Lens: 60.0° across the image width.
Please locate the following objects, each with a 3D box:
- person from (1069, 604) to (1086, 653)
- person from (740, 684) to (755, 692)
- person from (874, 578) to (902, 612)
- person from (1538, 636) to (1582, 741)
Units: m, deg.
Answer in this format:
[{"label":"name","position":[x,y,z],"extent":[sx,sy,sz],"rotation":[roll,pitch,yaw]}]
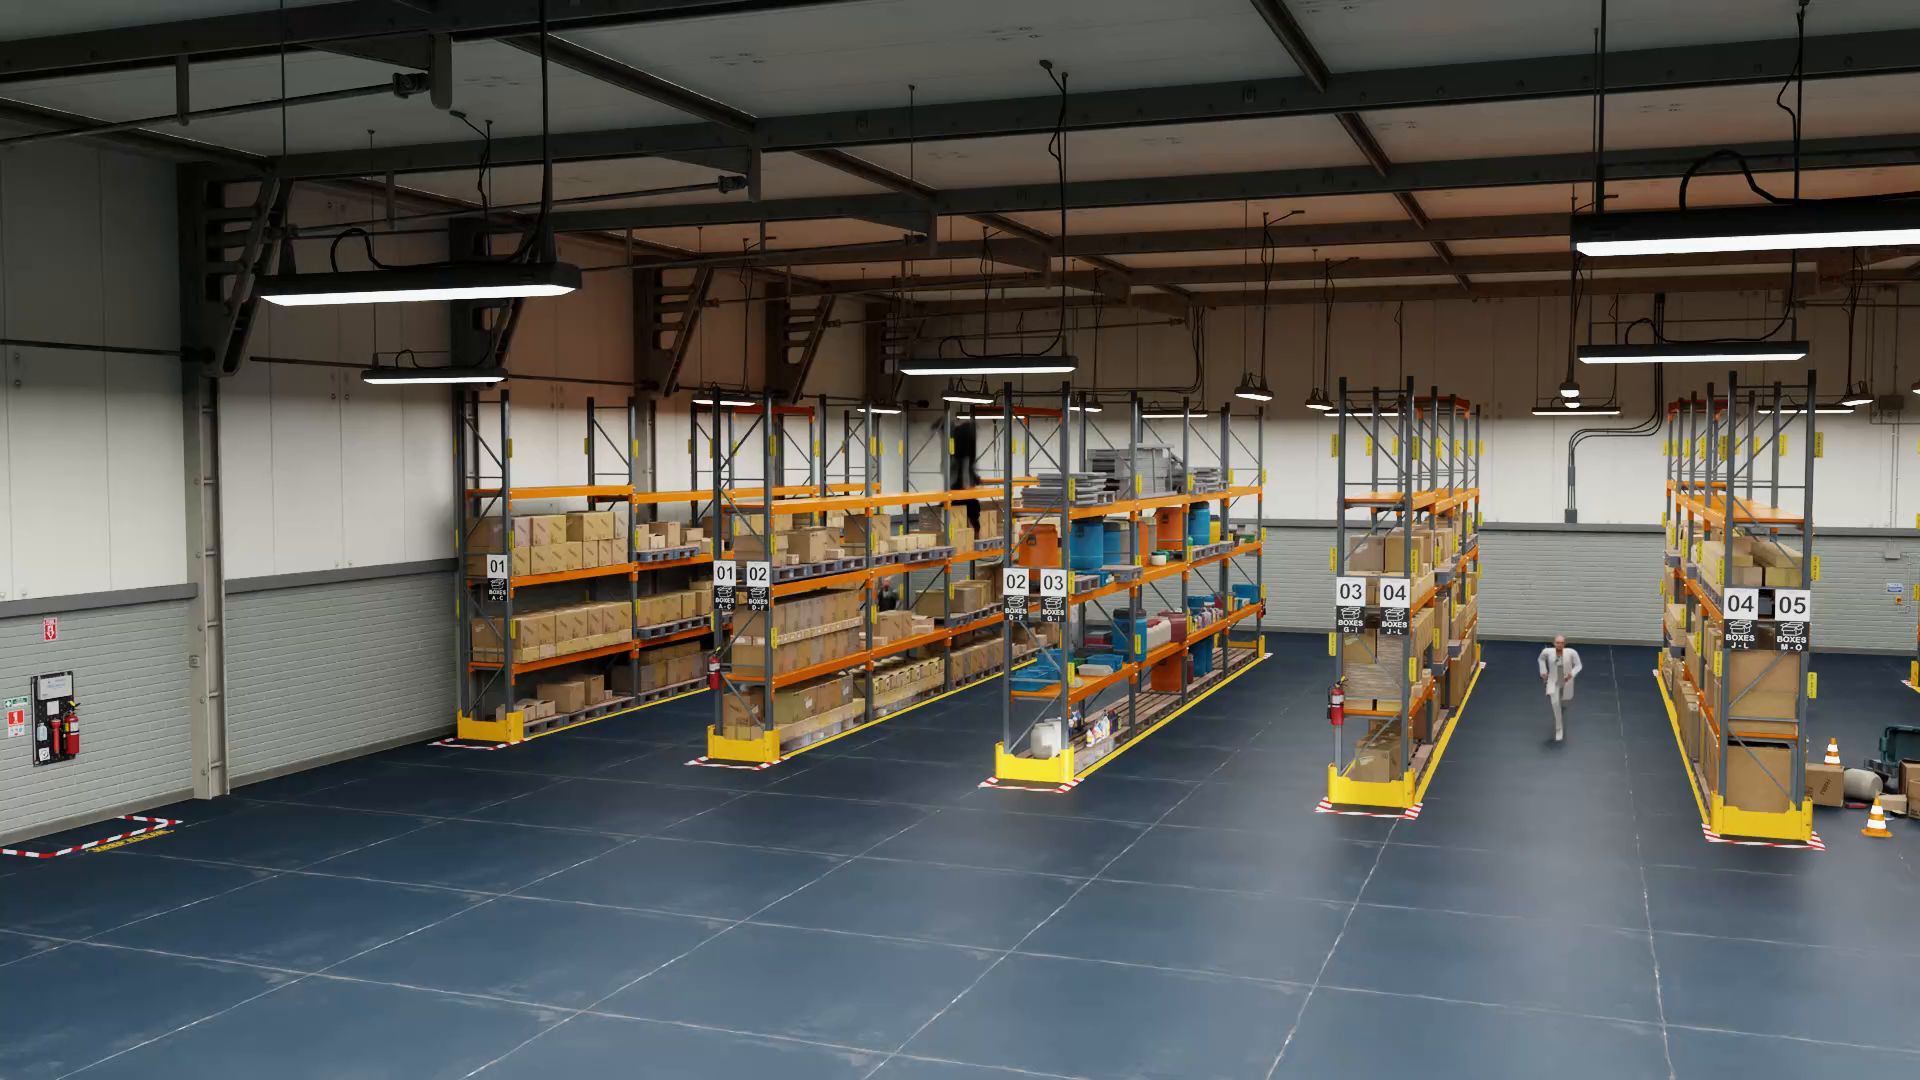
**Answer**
[{"label":"person","position":[2.509,1.849,37.232],"extent":[0.576,1.660,0.482],"rotation":[1,3,18]},{"label":"person","position":[-3.769,2.454,30.433],"extent":[0.664,1.759,0.889],"rotation":[1,3,17]},{"label":"person","position":[-1.723,1.729,39.185],"extent":[0.661,1.676,0.525],"rotation":[1,3,16]},{"label":"person","position":[10.439,2.589,28.961],"extent":[0.712,1.675,1.185],"rotation":[1,3,16]}]
